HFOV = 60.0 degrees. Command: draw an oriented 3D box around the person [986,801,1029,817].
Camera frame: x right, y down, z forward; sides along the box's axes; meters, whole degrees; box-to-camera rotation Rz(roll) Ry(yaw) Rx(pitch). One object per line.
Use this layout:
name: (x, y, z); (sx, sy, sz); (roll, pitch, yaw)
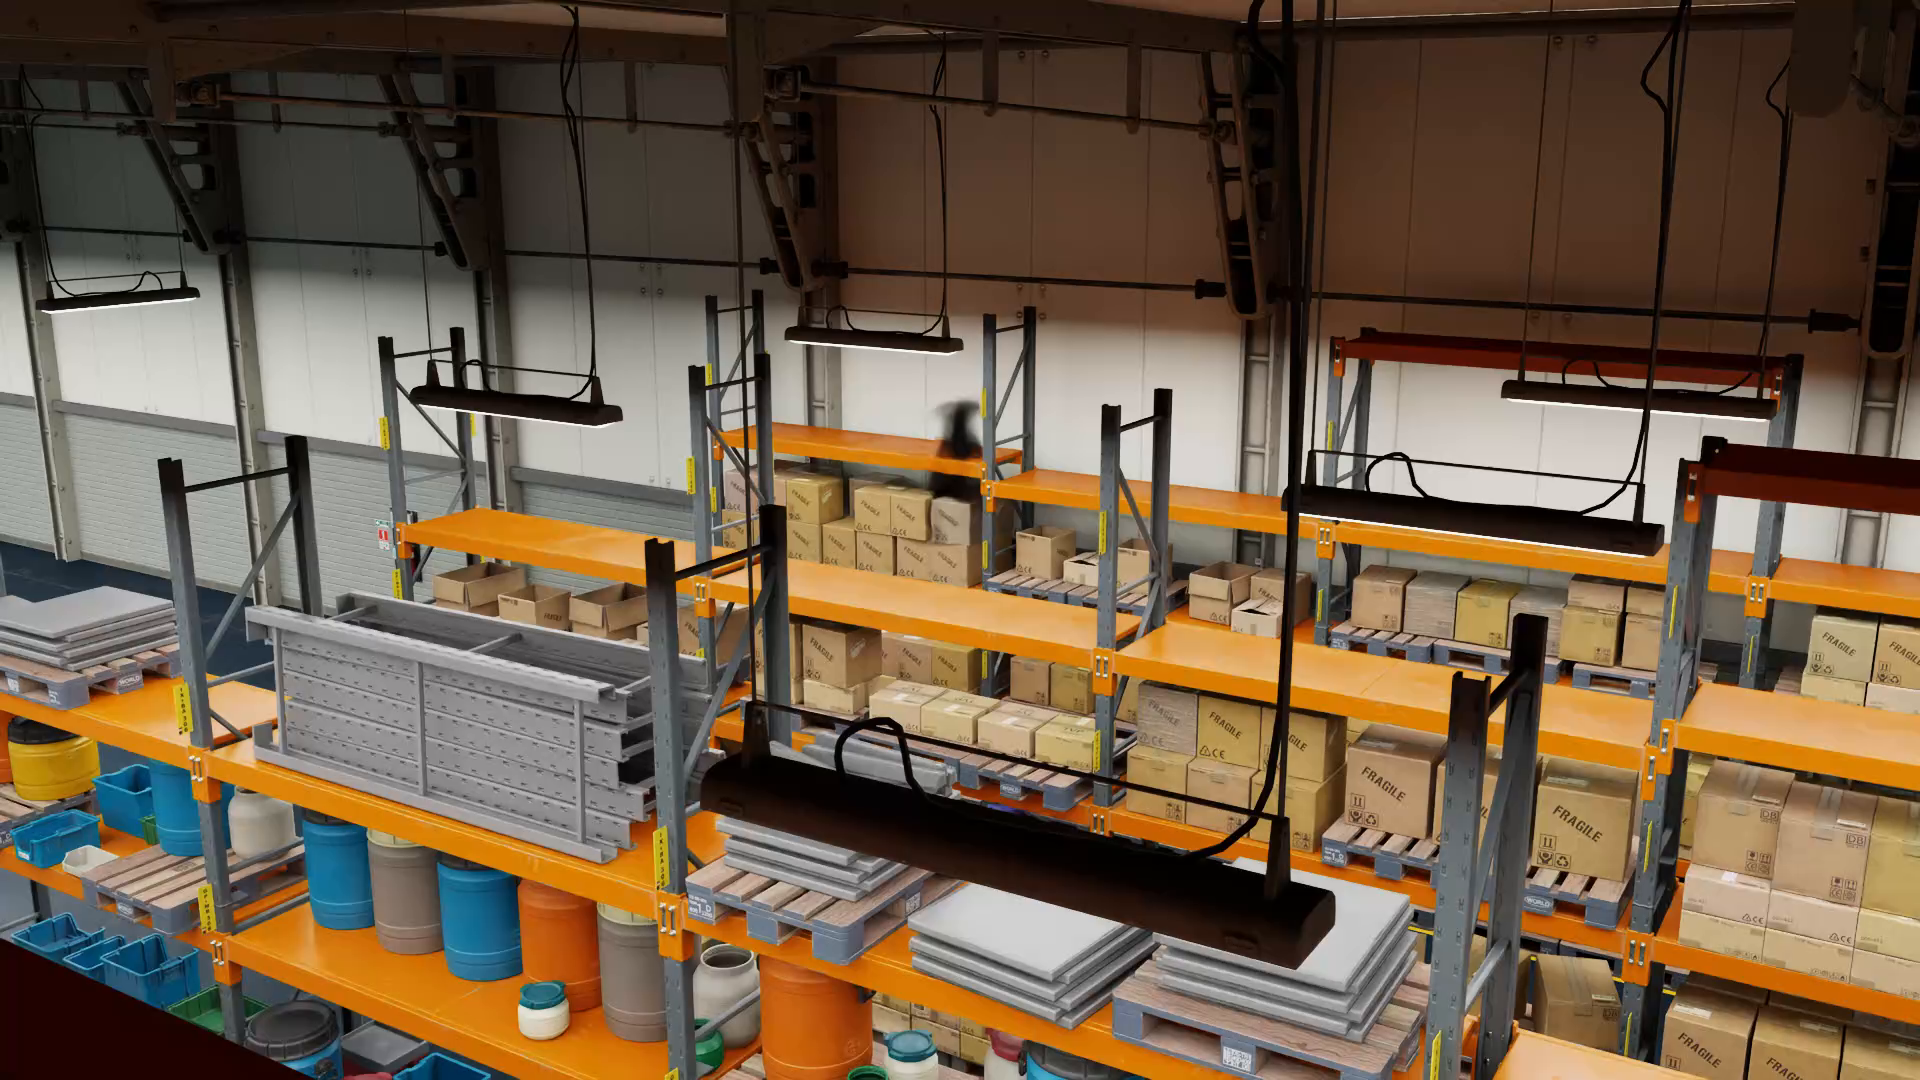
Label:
person: (0.412, 3.172, 17.073); (0.762, 1.610, 0.581); (9, 17, 33)
